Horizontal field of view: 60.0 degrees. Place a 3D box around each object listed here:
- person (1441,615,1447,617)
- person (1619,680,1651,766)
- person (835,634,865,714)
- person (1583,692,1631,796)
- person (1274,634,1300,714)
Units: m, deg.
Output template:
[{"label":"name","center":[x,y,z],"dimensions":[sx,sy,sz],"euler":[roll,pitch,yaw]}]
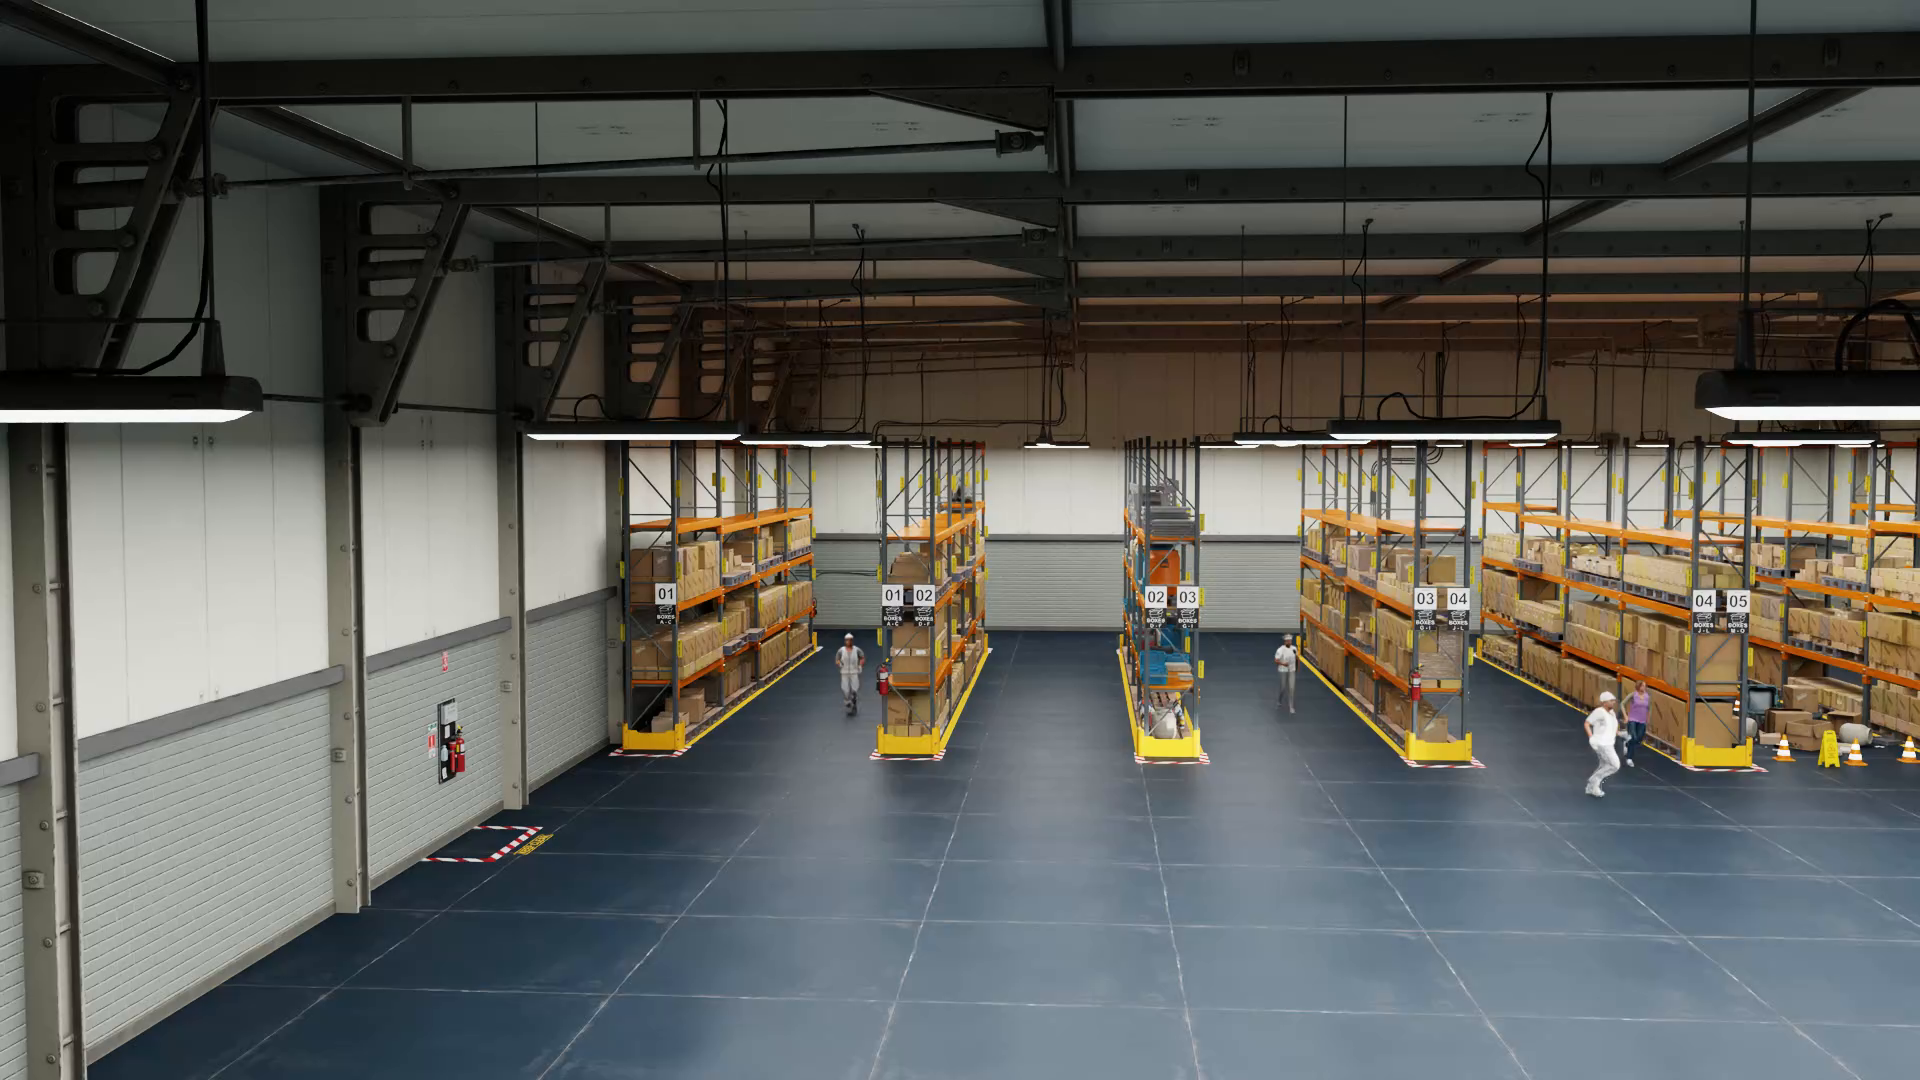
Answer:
[{"label":"person","center":[13.426,2.441,46.572],"dimensions":[0.624,1.629,0.630],"euler":[-2,4,-38]},{"label":"person","center":[12.391,3.333,30.513],"dimensions":[0.582,1.559,0.610],"euler":[0,3,-3]},{"label":"person","center":[-2.378,2.910,35.923],"dimensions":[0.640,1.750,0.604],"euler":[0,3,-2]},{"label":"person","center":[10.668,3.371,27.411],"dimensions":[0.697,1.732,0.677],"euler":[3,4,40]},{"label":"person","center":[7.199,2.921,36.602],"dimensions":[0.595,1.718,0.828],"euler":[0,3,-5]}]
